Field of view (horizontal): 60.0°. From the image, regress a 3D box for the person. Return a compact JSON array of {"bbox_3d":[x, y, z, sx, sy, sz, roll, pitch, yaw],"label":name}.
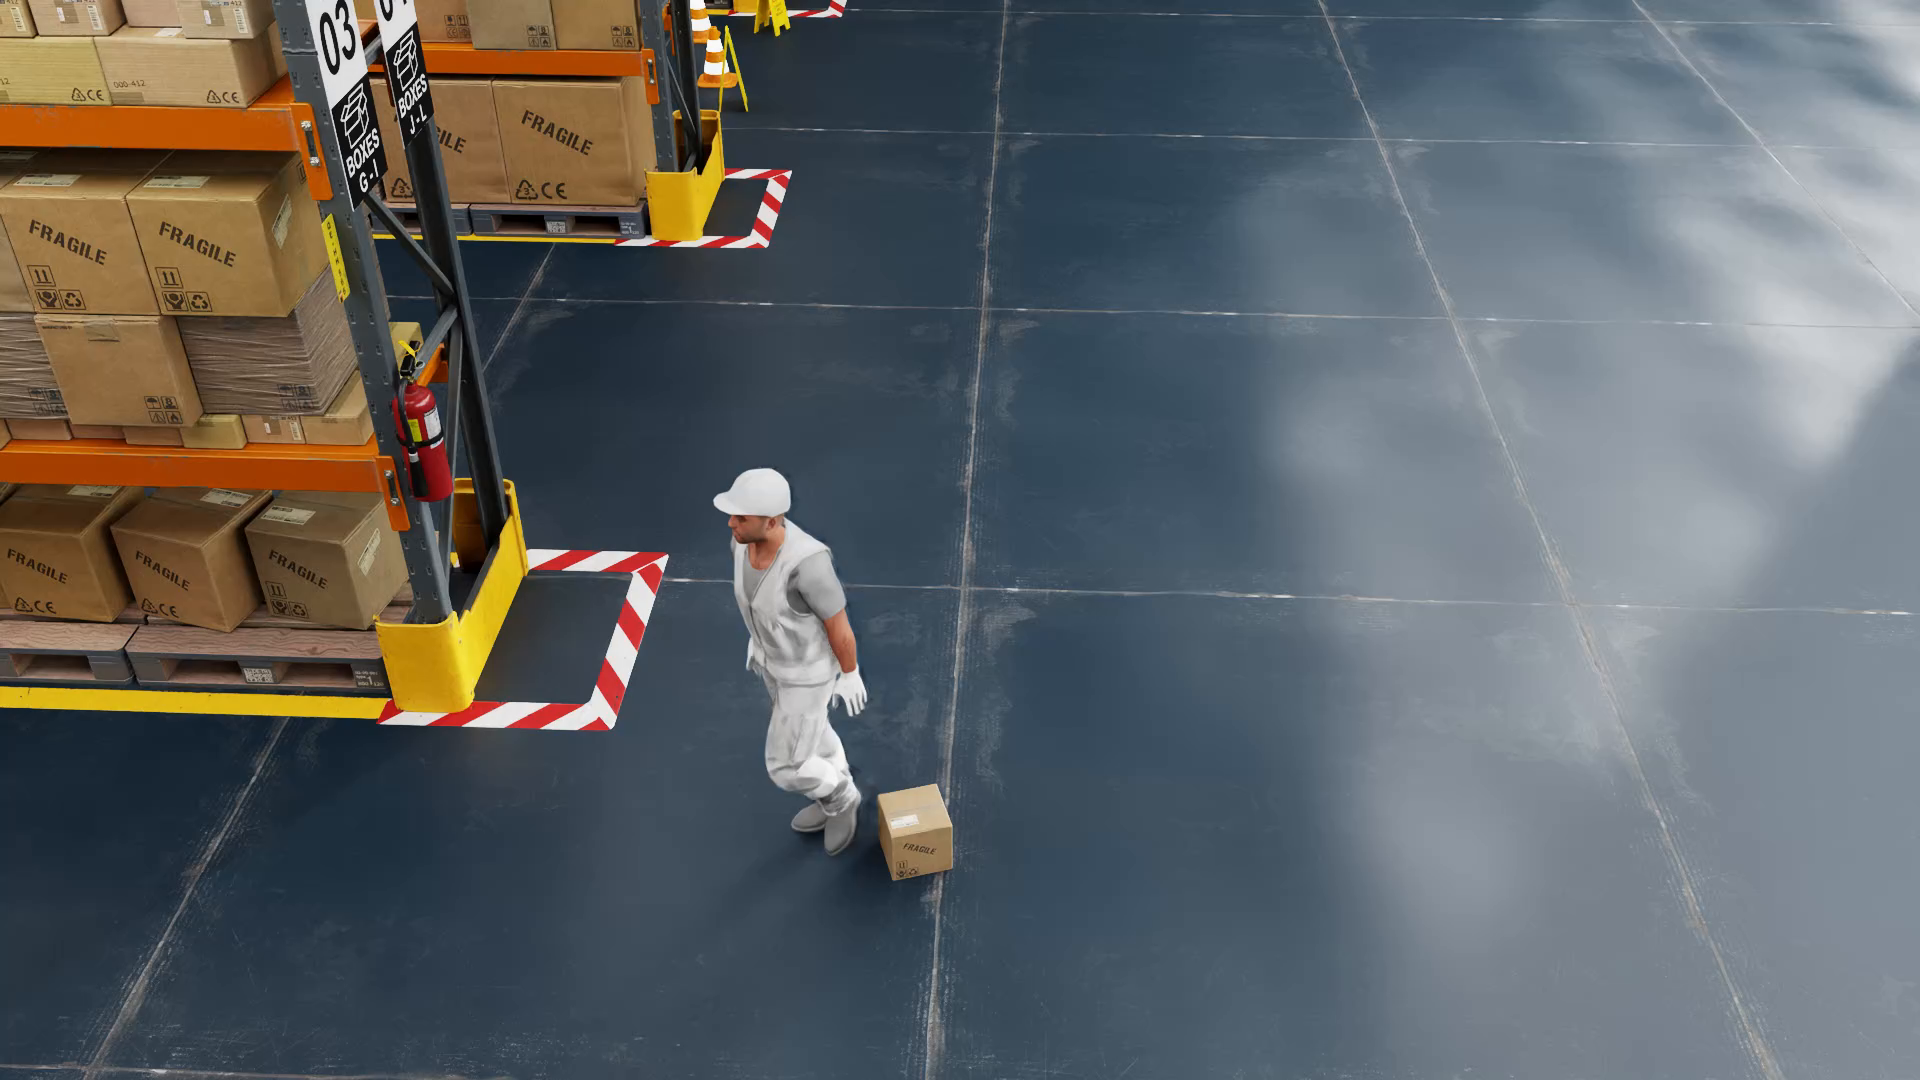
[{"bbox_3d":[-0.635,0.472,6.401,0.483,1.770,0.580,-24,42,-30],"label":"person"}]
